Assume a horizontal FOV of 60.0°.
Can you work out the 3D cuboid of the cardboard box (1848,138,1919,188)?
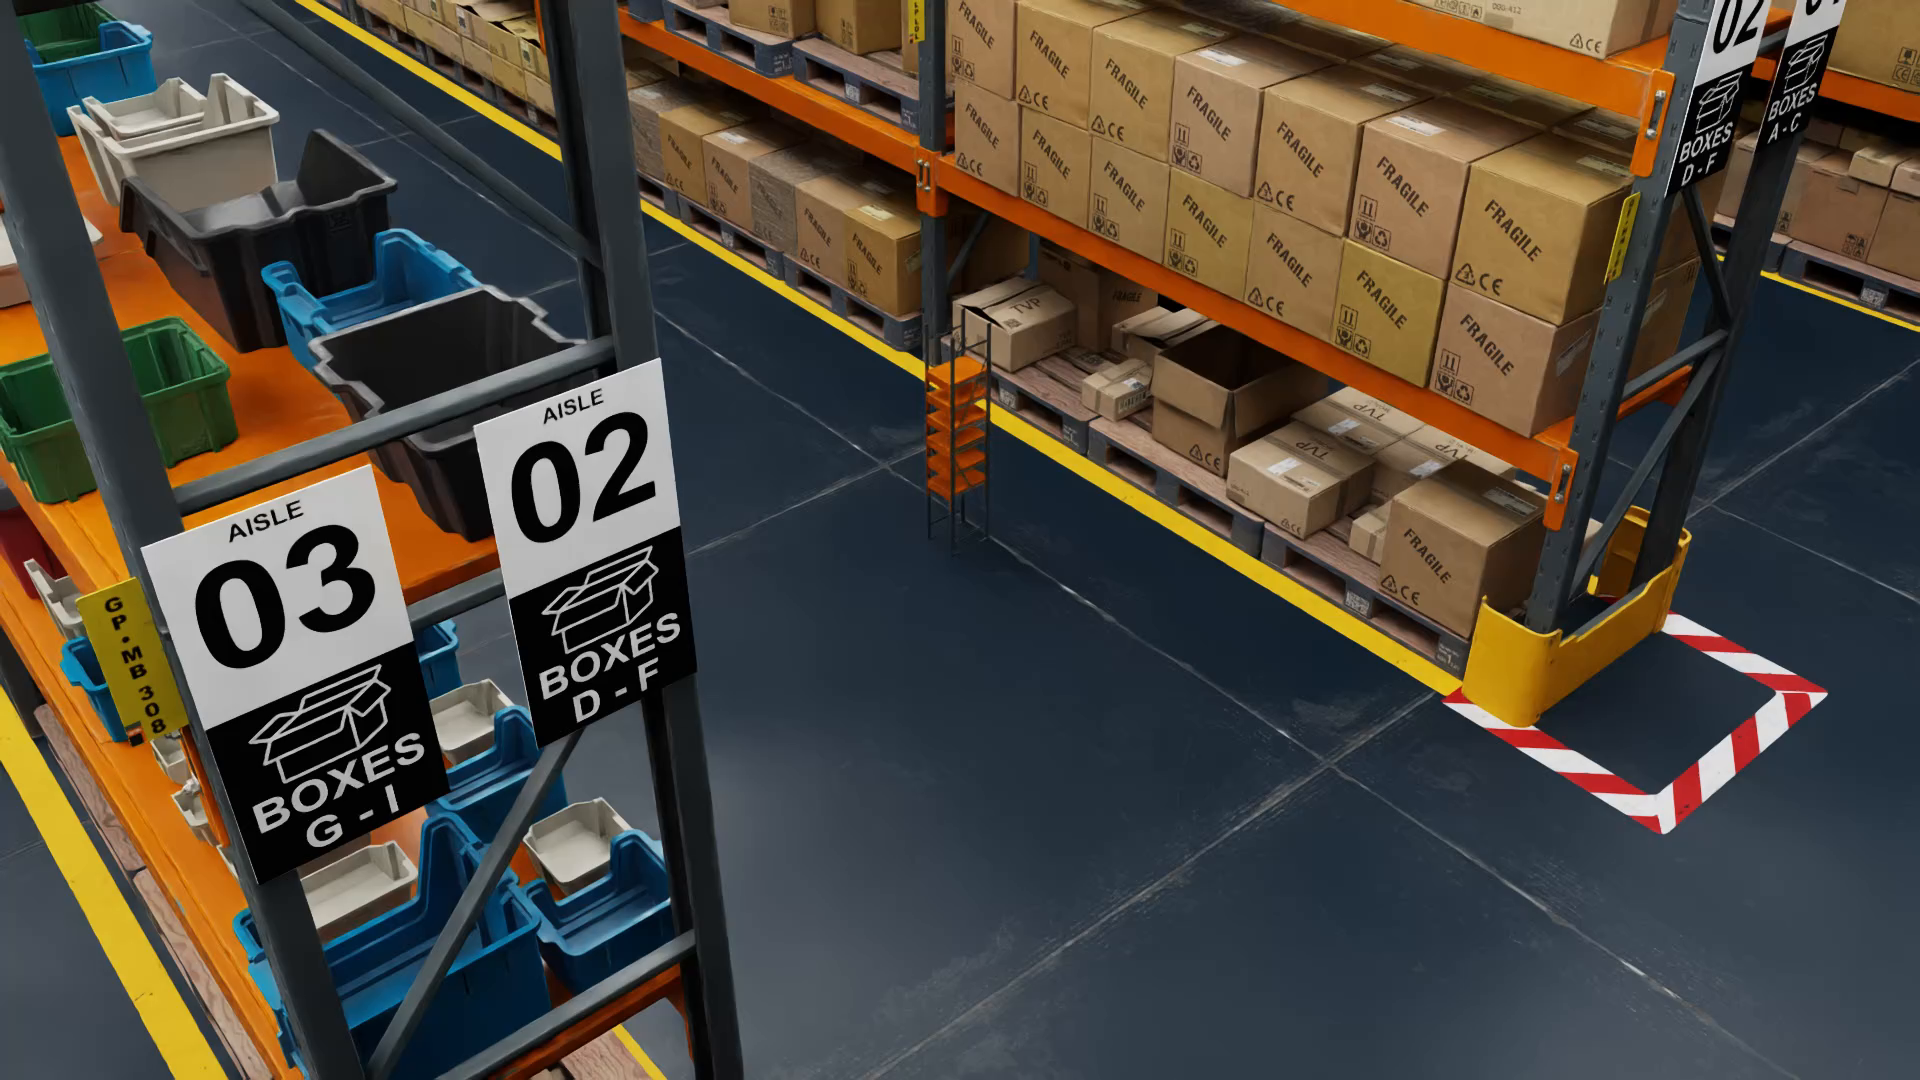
[{"bbox_3d":[5.648,-2.302,10.144,0.380,0.149,0.250,-25,42,-31],"label":"cardboard box"}]

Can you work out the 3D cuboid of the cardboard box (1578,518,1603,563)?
[{"bbox_3d":[2.774,0.007,7.731,0.380,0.149,0.250,-26,43,-32],"label":"cardboard box"}]

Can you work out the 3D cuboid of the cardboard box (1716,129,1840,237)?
[{"bbox_3d":[5.387,-2.379,10.813,0.700,0.500,0.500,-28,44,-33],"label":"cardboard box"}]

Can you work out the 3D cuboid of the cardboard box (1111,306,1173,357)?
[{"bbox_3d":[1.072,-1.157,9.375,0.380,0.149,0.250,-26,43,-32],"label":"cardboard box"}]

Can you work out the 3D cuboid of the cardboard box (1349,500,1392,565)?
[{"bbox_3d":[2.050,-0.048,7.793,0.380,0.166,0.250,-26,43,-32],"label":"cardboard box"}]

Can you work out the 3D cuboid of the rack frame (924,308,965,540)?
[{"bbox_3d":[-0.068,-0.536,7.969,0.240,1.200,0.006,-26,43,-32],"label":"rack frame"}]

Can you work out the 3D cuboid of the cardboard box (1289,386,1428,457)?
[{"bbox_3d":[2.002,-0.509,8.372,0.500,0.250,0.500,-26,43,-32],"label":"cardboard box"}]

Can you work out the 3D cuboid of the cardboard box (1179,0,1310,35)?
[{"bbox_3d":[1.382,-2.304,7.957,0.500,0.500,0.500,-26,43,-31],"label":"cardboard box"}]

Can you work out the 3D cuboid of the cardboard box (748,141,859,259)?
[{"bbox_3d":[-0.973,-2.143,10.463,0.500,0.500,0.500,-25,43,-31],"label":"cardboard box"}]

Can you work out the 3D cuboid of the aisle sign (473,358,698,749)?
[{"bbox_3d":[-0.731,0.042,3.346,0.394,0.787,0.004,-26,43,-32],"label":"aisle sign"}]

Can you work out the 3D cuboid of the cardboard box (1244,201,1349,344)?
[{"bbox_3d":[1.629,-1.251,7.335,0.500,0.500,0.500,-26,43,-31],"label":"cardboard box"}]

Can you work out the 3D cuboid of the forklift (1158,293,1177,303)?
[{"bbox_3d":[1.971,-3.382,10.489,1.130,2.935,3.031,17,39,22],"label":"forklift"}]

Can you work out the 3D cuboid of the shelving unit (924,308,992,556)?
[{"bbox_3d":[-0.009,-0.496,7.912,0.258,1.200,0.189,-26,43,-32],"label":"shelving unit"}]

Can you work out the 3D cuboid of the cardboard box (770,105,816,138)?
[{"bbox_3d":[-0.895,-2.863,10.830,0.500,0.250,0.500,-27,43,-33],"label":"cardboard box"}]

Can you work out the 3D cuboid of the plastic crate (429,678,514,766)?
[{"bbox_3d":[-1.494,0.561,5.039,0.250,0.136,0.298,-26,43,-32],"label":"plastic crate"}]

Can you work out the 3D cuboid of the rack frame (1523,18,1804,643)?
[{"bbox_3d":[2.782,-0.664,6.592,1.000,3.000,0.127,-26,43,-32],"label":"rack frame"}]

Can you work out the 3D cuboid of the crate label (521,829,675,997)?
[{"bbox_3d":[-0.913,0.994,4.344,0.416,0.233,0.303,-26,43,-32],"label":"crate label"}]

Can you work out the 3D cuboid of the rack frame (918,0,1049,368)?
[{"bbox_3d":[0.200,-2.430,9.086,1.000,3.000,0.127,-26,43,-32],"label":"rack frame"}]

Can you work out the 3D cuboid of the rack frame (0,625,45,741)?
[{"bbox_3d":[-3.586,-0.584,6.480,1.000,3.000,0.127,-26,43,-32],"label":"rack frame"}]

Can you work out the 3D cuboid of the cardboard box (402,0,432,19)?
[{"bbox_3d":[-4.232,-4.514,13.559,0.500,0.311,0.500,-28,44,-33],"label":"cardboard box"}]

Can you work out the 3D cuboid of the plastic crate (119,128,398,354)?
[{"bbox_3d":[-1.781,-0.794,4.234,0.504,0.338,0.767,-26,43,-32],"label":"plastic crate"}]

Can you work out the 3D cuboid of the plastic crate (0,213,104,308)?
[{"bbox_3d":[-2.528,-0.754,4.353,0.437,0.136,0.530,-26,43,-32],"label":"plastic crate"}]

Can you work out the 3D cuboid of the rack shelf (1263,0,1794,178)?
[{"bbox_3d":[1.491,-2.478,7.180,1.077,0.370,4.000,-26,43,-32],"label":"rack shelf"}]

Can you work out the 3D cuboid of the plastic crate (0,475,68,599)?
[{"bbox_3d":[-3.201,-0.147,5.755,0.402,0.464,0.583,-26,43,-32],"label":"plastic crate"}]

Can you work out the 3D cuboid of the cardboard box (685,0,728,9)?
[{"bbox_3d":[-1.444,-3.697,10.425,0.700,0.500,0.500,-18,39,-24],"label":"cardboard box"}]

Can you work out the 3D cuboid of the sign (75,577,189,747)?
[{"bbox_3d":[-1.414,0.213,2.850,0.100,0.325,0.005,-26,43,-32],"label":"sign"}]

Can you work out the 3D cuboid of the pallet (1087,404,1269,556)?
[{"bbox_3d":[1.434,-0.450,8.702,1.003,0.211,1.213,-26,43,-32],"label":"pallet"}]

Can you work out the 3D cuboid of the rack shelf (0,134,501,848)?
[{"bbox_3d":[-2.295,-0.632,4.574,1.077,0.370,4.000,-26,43,-32],"label":"rack shelf"}]

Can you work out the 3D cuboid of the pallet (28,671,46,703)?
[{"bbox_3d":[-4.052,0.197,7.788,1.003,0.211,1.213,-26,43,-32],"label":"pallet"}]

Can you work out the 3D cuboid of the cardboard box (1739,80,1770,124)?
[{"bbox_3d":[5.286,-2.891,10.976,0.380,0.149,0.250,-27,43,-33],"label":"cardboard box"}]

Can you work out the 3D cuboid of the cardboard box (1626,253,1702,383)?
[{"bbox_3d":[2.697,-0.999,6.979,0.500,0.500,0.500,-25,42,-31],"label":"cardboard box"}]

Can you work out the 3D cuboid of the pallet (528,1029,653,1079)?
[{"bbox_3d":[-1.507,1.941,5.326,1.003,0.211,1.213,-26,43,-32],"label":"pallet"}]

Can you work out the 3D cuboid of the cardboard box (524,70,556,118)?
[{"bbox_3d":[-2.907,-3.387,12.452,0.500,0.250,0.500,-25,42,-31],"label":"cardboard box"}]

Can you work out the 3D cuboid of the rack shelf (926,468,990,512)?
[{"bbox_3d":[-0.009,-0.264,8.077,0.258,0.103,0.180,-26,43,-32],"label":"rack shelf"}]

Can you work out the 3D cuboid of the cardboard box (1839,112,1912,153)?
[{"bbox_3d":[5.780,-2.554,10.500,0.380,0.149,0.250,-26,43,-31],"label":"cardboard box"}]

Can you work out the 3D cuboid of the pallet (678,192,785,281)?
[{"bbox_3d":[-1.145,-2.176,11.140,1.003,0.211,1.213,-26,43,-32],"label":"pallet"}]

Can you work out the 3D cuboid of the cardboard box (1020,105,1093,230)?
[{"bbox_3d":[0.654,-1.919,8.278,0.500,0.500,0.500,-25,42,-31],"label":"cardboard box"}]

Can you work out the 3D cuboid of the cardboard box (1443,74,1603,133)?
[{"bbox_3d":[2.354,-1.635,7.012,0.500,0.500,0.500,-26,43,-31],"label":"cardboard box"}]

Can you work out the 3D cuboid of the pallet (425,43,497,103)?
[{"bbox_3d":[-3.666,-3.975,13.679,1.003,0.211,1.213,-26,43,-32],"label":"pallet"}]

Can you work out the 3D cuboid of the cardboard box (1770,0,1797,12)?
[{"bbox_3d":[5.264,-3.514,10.357,0.980,0.700,0.700,-28,44,-34],"label":"cardboard box"}]

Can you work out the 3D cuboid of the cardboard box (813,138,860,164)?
[{"bbox_3d":[-0.595,-2.349,10.753,0.500,0.500,0.500,-25,43,-31],"label":"cardboard box"}]

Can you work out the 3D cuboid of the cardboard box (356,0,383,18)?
[{"bbox_3d":[-4.891,-4.741,14.364,0.500,0.250,0.500,-27,43,-33],"label":"cardboard box"}]

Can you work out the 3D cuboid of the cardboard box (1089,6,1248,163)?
[{"bbox_3d":[0.954,-2.111,7.684,0.500,0.500,0.500,-27,44,-33],"label":"cardboard box"}]

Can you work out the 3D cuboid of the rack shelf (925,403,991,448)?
[{"bbox_3d":[-0.009,-0.558,7.869,0.258,0.103,0.180,-26,43,-32],"label":"rack shelf"}]

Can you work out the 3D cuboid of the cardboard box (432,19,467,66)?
[{"bbox_3d":[-3.899,-4.062,13.406,0.500,0.250,0.500,-25,42,-31],"label":"cardboard box"}]

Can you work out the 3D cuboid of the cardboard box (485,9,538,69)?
[{"bbox_3d":[-3.248,-3.841,12.608,0.500,0.311,0.500,-27,43,-32],"label":"cardboard box"}]

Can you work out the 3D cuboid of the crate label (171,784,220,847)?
[{"bbox_3d":[-2.044,0.725,4.807,0.396,0.136,0.243,-26,43,-32],"label":"crate label"}]

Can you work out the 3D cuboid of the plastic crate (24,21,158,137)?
[{"bbox_3d":[-2.755,-1.457,5.262,0.416,0.233,0.300,-26,43,-32],"label":"plastic crate"}]

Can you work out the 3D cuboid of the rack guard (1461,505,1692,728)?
[{"bbox_3d":[2.733,0.322,7.362,1.175,0.500,0.348,-26,43,-32],"label":"rack guard"}]

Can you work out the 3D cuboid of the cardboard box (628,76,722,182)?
[{"bbox_3d":[-1.963,-2.819,11.417,0.500,0.500,0.500,-28,44,-33],"label":"cardboard box"}]

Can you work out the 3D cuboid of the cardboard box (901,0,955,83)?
[{"bbox_3d":[0.065,-2.935,9.349,0.500,0.500,0.700,19,39,24],"label":"cardboard box"}]

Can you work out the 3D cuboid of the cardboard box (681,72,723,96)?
[{"bbox_3d":[-1.598,-3.030,11.715,0.500,0.500,0.500,-24,42,-30],"label":"cardboard box"}]

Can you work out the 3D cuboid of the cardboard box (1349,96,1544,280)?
[{"bbox_3d":[1.958,-1.430,6.722,0.500,0.500,0.500,-25,42,-31],"label":"cardboard box"}]

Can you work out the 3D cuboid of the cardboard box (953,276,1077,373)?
[{"bbox_3d":[0.306,-1.246,9.360,0.500,0.311,0.500,-26,43,-32],"label":"cardboard box"}]

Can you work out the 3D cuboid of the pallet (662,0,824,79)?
[{"bbox_3d":[-1.123,-3.261,10.425,1.003,0.211,1.213,-26,43,-32],"label":"pallet"}]
